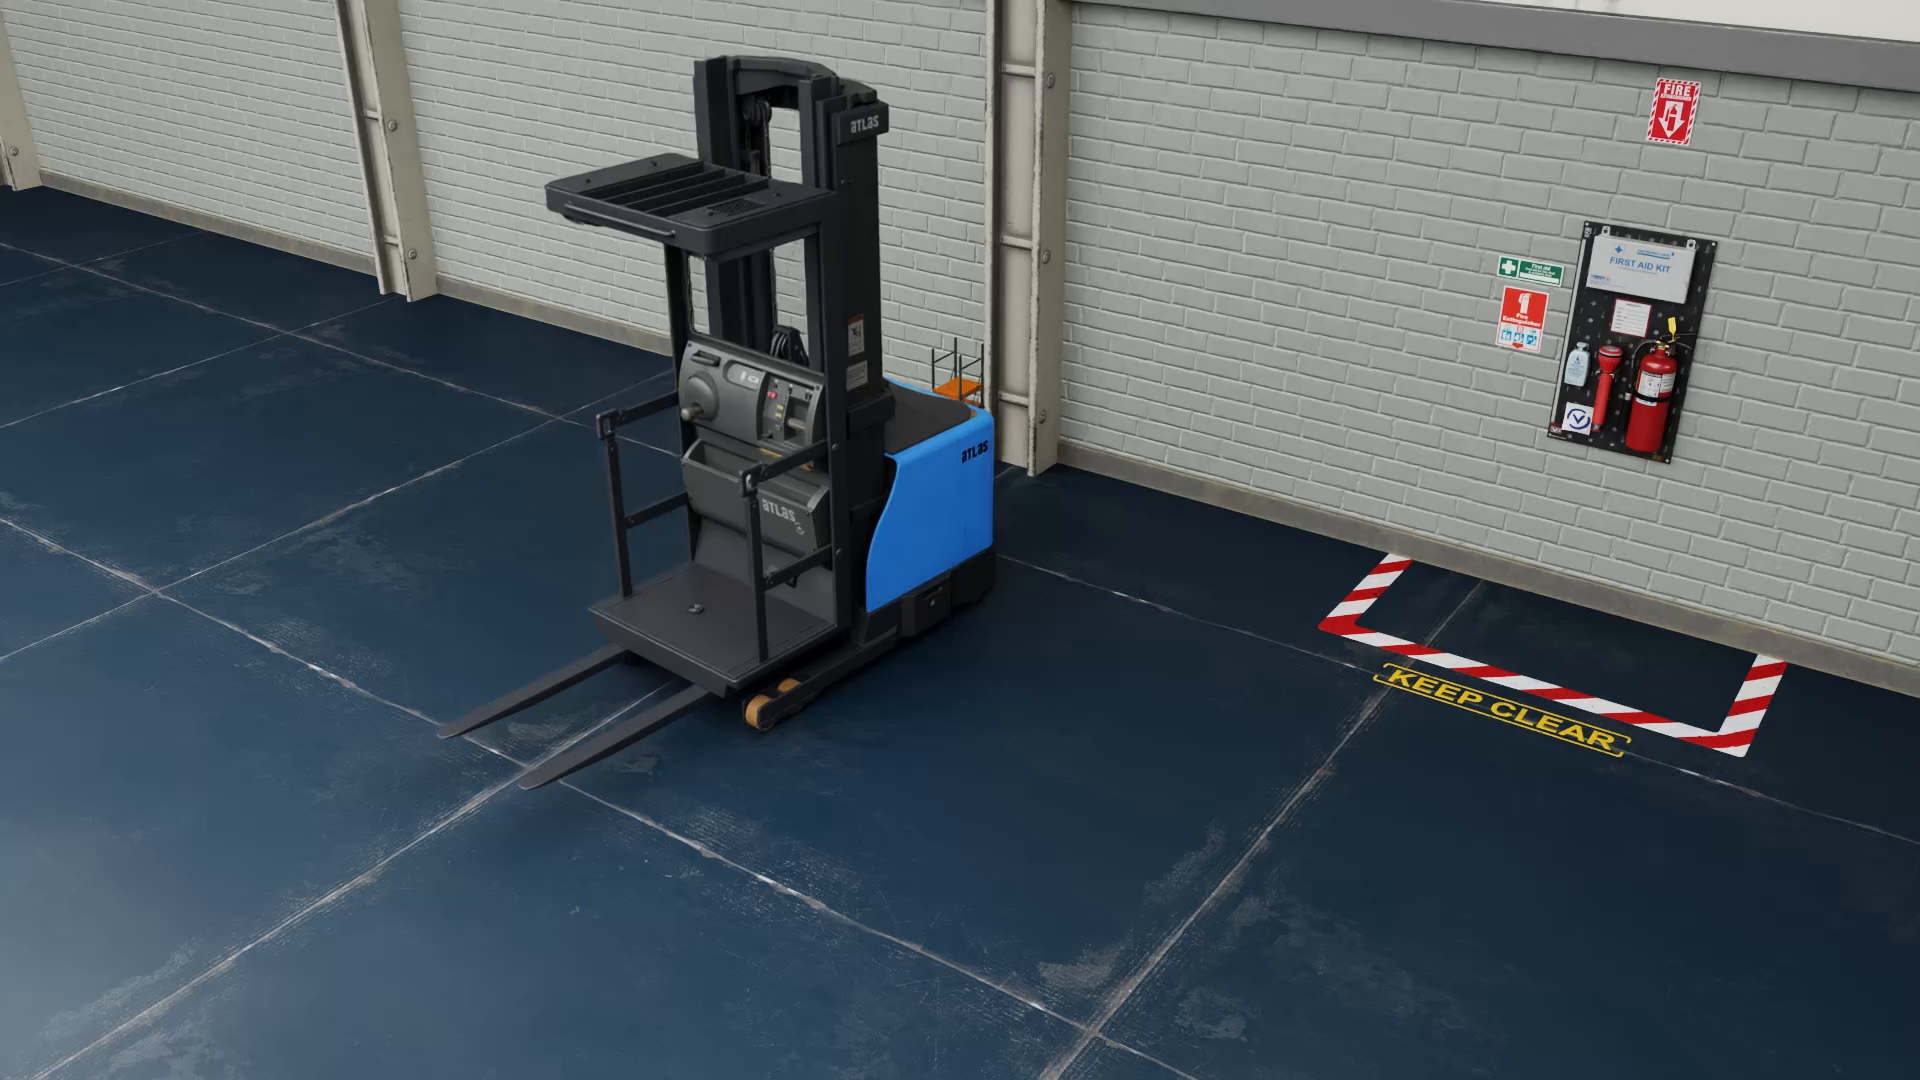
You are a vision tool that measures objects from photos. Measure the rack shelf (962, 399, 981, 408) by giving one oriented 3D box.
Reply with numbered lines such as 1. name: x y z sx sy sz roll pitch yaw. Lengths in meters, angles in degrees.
1. rack shelf: -0.012 -0.713 9.396 0.180 0.103 0.258 17 32 30

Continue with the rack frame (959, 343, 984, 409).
1. rack frame: 0.063 -0.515 9.439 0.006 1.200 0.240 17 32 30

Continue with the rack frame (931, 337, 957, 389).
1. rack frame: -0.087 -0.562 9.531 0.006 1.200 0.240 17 32 30

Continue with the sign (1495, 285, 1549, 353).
1. sign: 2.927 -1.149 8.662 0.234 0.329 0.001 17 32 30

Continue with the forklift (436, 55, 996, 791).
1. forklift: -1.141 -0.653 7.802 1.130 2.935 3.031 21 34 35

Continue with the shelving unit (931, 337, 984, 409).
1. shelving unit: -0.012 -0.538 9.485 0.189 1.200 0.258 17 32 30

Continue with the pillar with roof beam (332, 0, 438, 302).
1. pillar with roof beam: -6.989 -4.450 8.572 0.400 9.000 9.100 17 32 30

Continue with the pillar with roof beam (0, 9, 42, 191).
1. pillar with roof beam: -11.935 -5.990 11.599 0.400 9.000 9.100 17 32 30

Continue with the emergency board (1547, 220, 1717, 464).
1. emergency board: 3.324 -0.953 8.315 0.643 1.169 0.194 17 32 30

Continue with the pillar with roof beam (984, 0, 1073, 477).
1. pillar with roof beam: -2.044 -2.909 5.544 0.400 9.000 9.100 17 32 30

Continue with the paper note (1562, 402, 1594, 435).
1. paper note: 3.217 -0.631 8.655 0.142 0.148 0.016 17 32 30

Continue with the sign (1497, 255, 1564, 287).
1. sign: 2.925 -1.381 8.533 0.331 0.109 0.001 17 32 30

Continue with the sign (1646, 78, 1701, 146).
1. sign: 3.374 -2.025 7.867 0.199 0.298 0.001 17 32 30

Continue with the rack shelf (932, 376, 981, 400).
1. rack shelf: -0.012 -0.820 9.342 0.180 0.103 0.258 17 32 30
